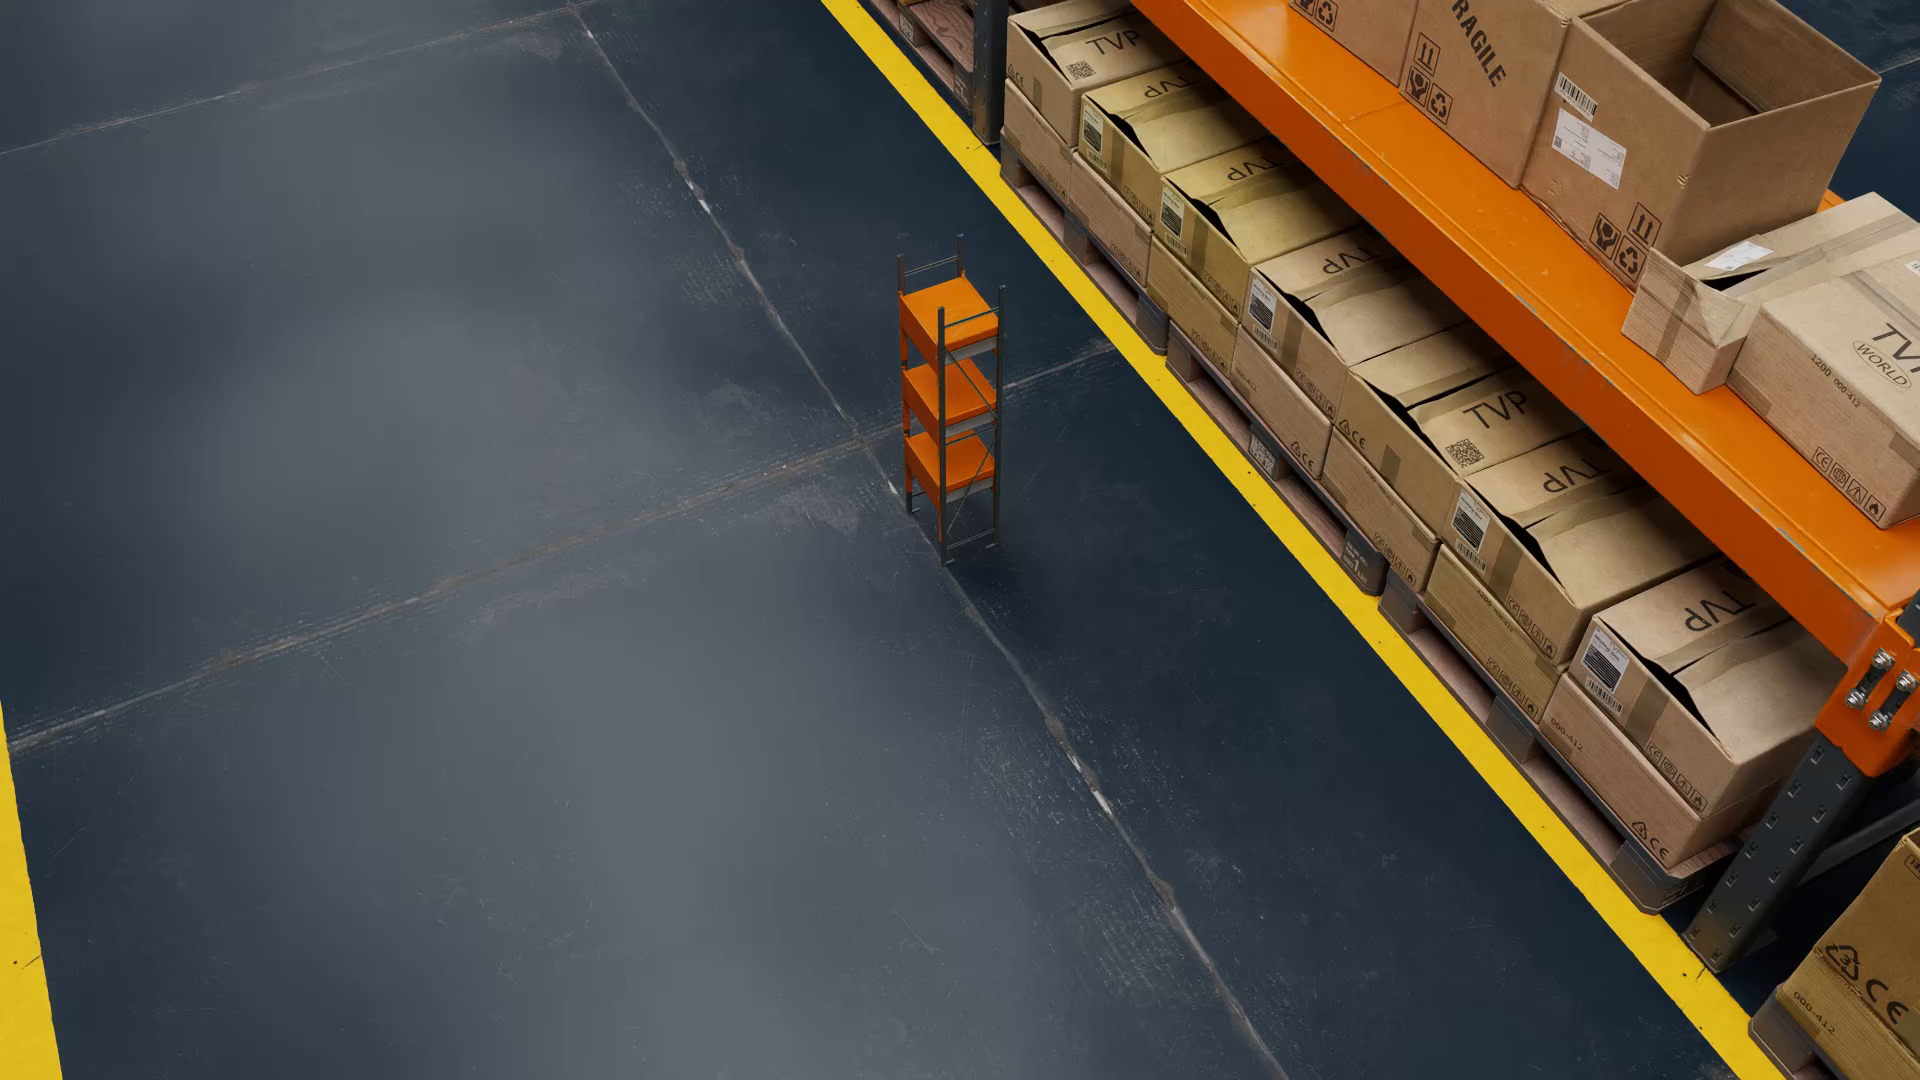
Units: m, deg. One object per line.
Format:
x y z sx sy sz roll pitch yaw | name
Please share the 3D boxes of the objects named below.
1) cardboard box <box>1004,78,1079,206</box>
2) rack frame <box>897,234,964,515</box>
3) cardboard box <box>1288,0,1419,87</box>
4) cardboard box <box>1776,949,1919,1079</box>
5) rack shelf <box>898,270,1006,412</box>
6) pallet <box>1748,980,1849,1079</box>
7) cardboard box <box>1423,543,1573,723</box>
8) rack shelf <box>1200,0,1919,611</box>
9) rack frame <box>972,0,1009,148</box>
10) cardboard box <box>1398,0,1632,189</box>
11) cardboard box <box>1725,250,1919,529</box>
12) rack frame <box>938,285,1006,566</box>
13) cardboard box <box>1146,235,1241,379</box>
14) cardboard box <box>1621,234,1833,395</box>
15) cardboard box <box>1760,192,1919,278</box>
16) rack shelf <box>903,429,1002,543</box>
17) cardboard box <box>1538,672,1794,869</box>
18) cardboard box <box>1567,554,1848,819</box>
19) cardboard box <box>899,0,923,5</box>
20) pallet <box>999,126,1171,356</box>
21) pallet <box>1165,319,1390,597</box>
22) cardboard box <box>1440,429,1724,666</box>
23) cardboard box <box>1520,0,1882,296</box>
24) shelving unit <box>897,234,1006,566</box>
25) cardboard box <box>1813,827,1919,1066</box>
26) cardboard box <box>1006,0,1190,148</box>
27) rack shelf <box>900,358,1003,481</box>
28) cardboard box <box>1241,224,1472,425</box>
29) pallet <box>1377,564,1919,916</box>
0.500 -1.540 6.152 0.500 0.250 0.500 -21 52 -18 | cardboard box
-0.080 -0.463 4.958 0.200 1.050 0.008 -21 52 -18 | rack frame
1.304 -1.674 4.655 0.500 0.500 0.500 -24 53 -19 | cardboard box
2.295 1.101 3.842 0.500 0.250 0.500 -21 52 -18 | cardboard box
-0.024 -0.561 4.681 0.215 0.259 0.240 -21 52 -18 | rack shelf
2.679 1.383 3.900 1.003 0.211 1.213 -21 52 -18 | pallet
1.675 0.169 4.657 0.500 0.250 0.500 -22 52 -18 | cardboard box
1.437 -1.247 4.696 0.919 0.124 3.809 -21 52 -18 | rack shelf
0.522 -2.758 5.670 1.000 3.000 0.127 -21 52 -18 | rack frame
1.545 -1.322 4.347 0.500 0.500 0.500 -21 52 -17 | cardboard box
2.088 -0.346 3.660 0.500 0.250 0.500 -18 51 -15 | cardboard box
0.031 -0.300 4.815 0.200 1.050 0.008 -21 52 -18 | rack frame
0.974 -0.858 5.555 0.500 0.250 0.500 -22 53 -18 | cardboard box
1.787 -0.562 3.838 0.396 0.266 0.258 -22 52 -18 | cardboard box
2.128 -0.662 4.003 0.380 0.149 0.250 -21 52 -18 | cardboard box
-0.024 -0.191 5.103 0.215 0.259 0.240 -21 52 -18 | rack shelf
1.905 0.508 4.361 0.500 0.250 0.500 -22 52 -18 | cardboard box
1.912 0.329 4.145 0.500 0.311 0.500 -21 52 -18 | cardboard box
-0.115 -2.625 6.922 0.500 0.500 0.500 -19 52 -16 | cardboard box
0.864 -1.276 6.226 1.003 0.211 1.213 -21 52 -18 | pallet
1.418 -0.460 5.512 1.003 0.211 1.213 -21 52 -18 | pallet
1.668 -0.017 4.447 0.500 0.311 0.500 -20 52 -17 | cardboard box
1.774 -0.986 4.053 0.500 0.500 0.500 -18 51 -15 | cardboard box
-0.024 -0.381 4.886 0.215 1.050 0.252 -21 52 -18 | shelving unit
2.286 0.857 3.557 0.500 0.500 0.500 -21 52 -18 | cardboard box
0.500 -1.724 5.940 0.500 0.311 0.500 -20 52 -16 | cardboard box
-0.024 -0.374 4.894 0.215 0.259 0.240 -21 52 -18 | rack shelf
1.215 -0.690 5.036 0.500 0.311 0.500 -22 52 -18 | cardboard box
1.980 0.357 4.797 1.003 0.211 1.213 -21 52 -18 | pallet
